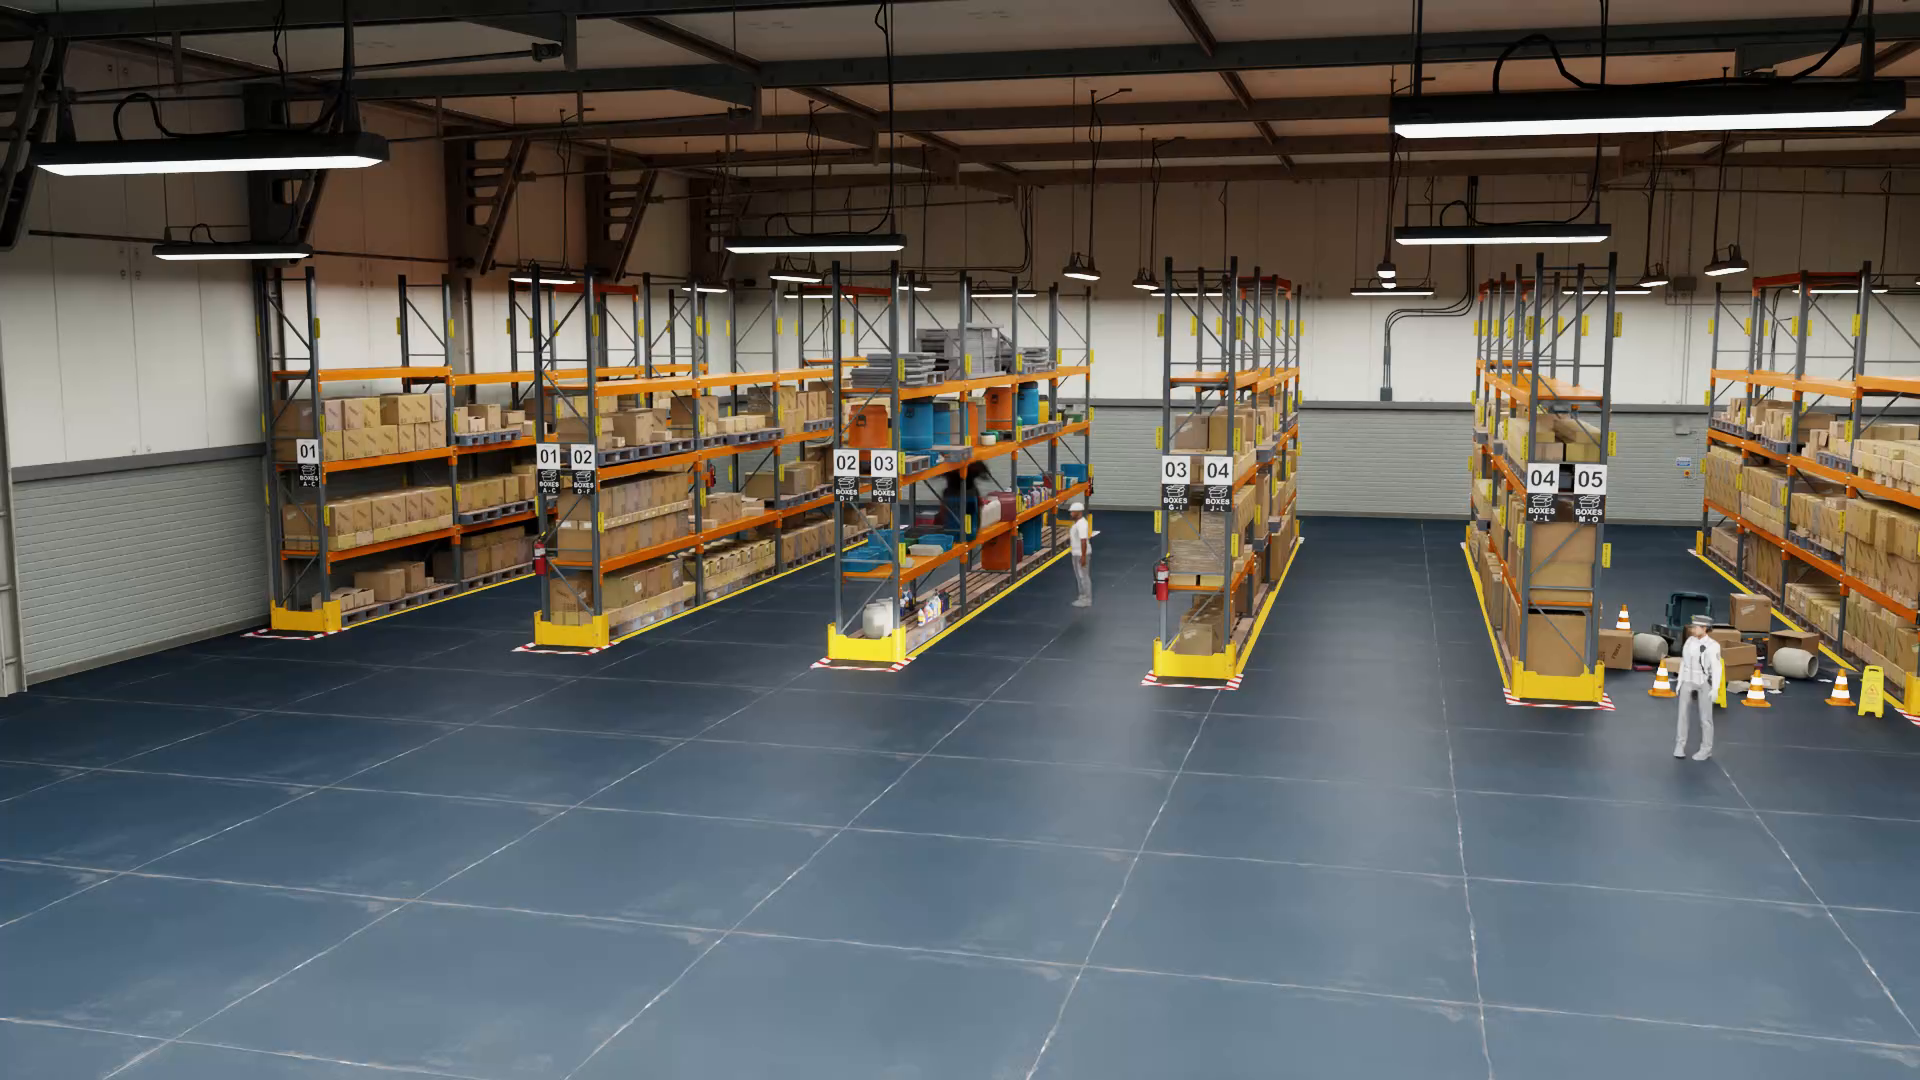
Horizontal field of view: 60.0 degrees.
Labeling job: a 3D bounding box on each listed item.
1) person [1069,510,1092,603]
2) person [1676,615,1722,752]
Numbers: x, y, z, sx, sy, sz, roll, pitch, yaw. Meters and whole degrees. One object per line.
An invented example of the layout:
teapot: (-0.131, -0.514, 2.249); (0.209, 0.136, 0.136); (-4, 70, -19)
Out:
person: (2.050, 0.232, 28.256); (0.407, 1.658, 0.624); (-2, 8, -17)
person: (8.627, 1.674, 19.444); (0.347, 1.617, 0.495); (-5, 9, -33)
